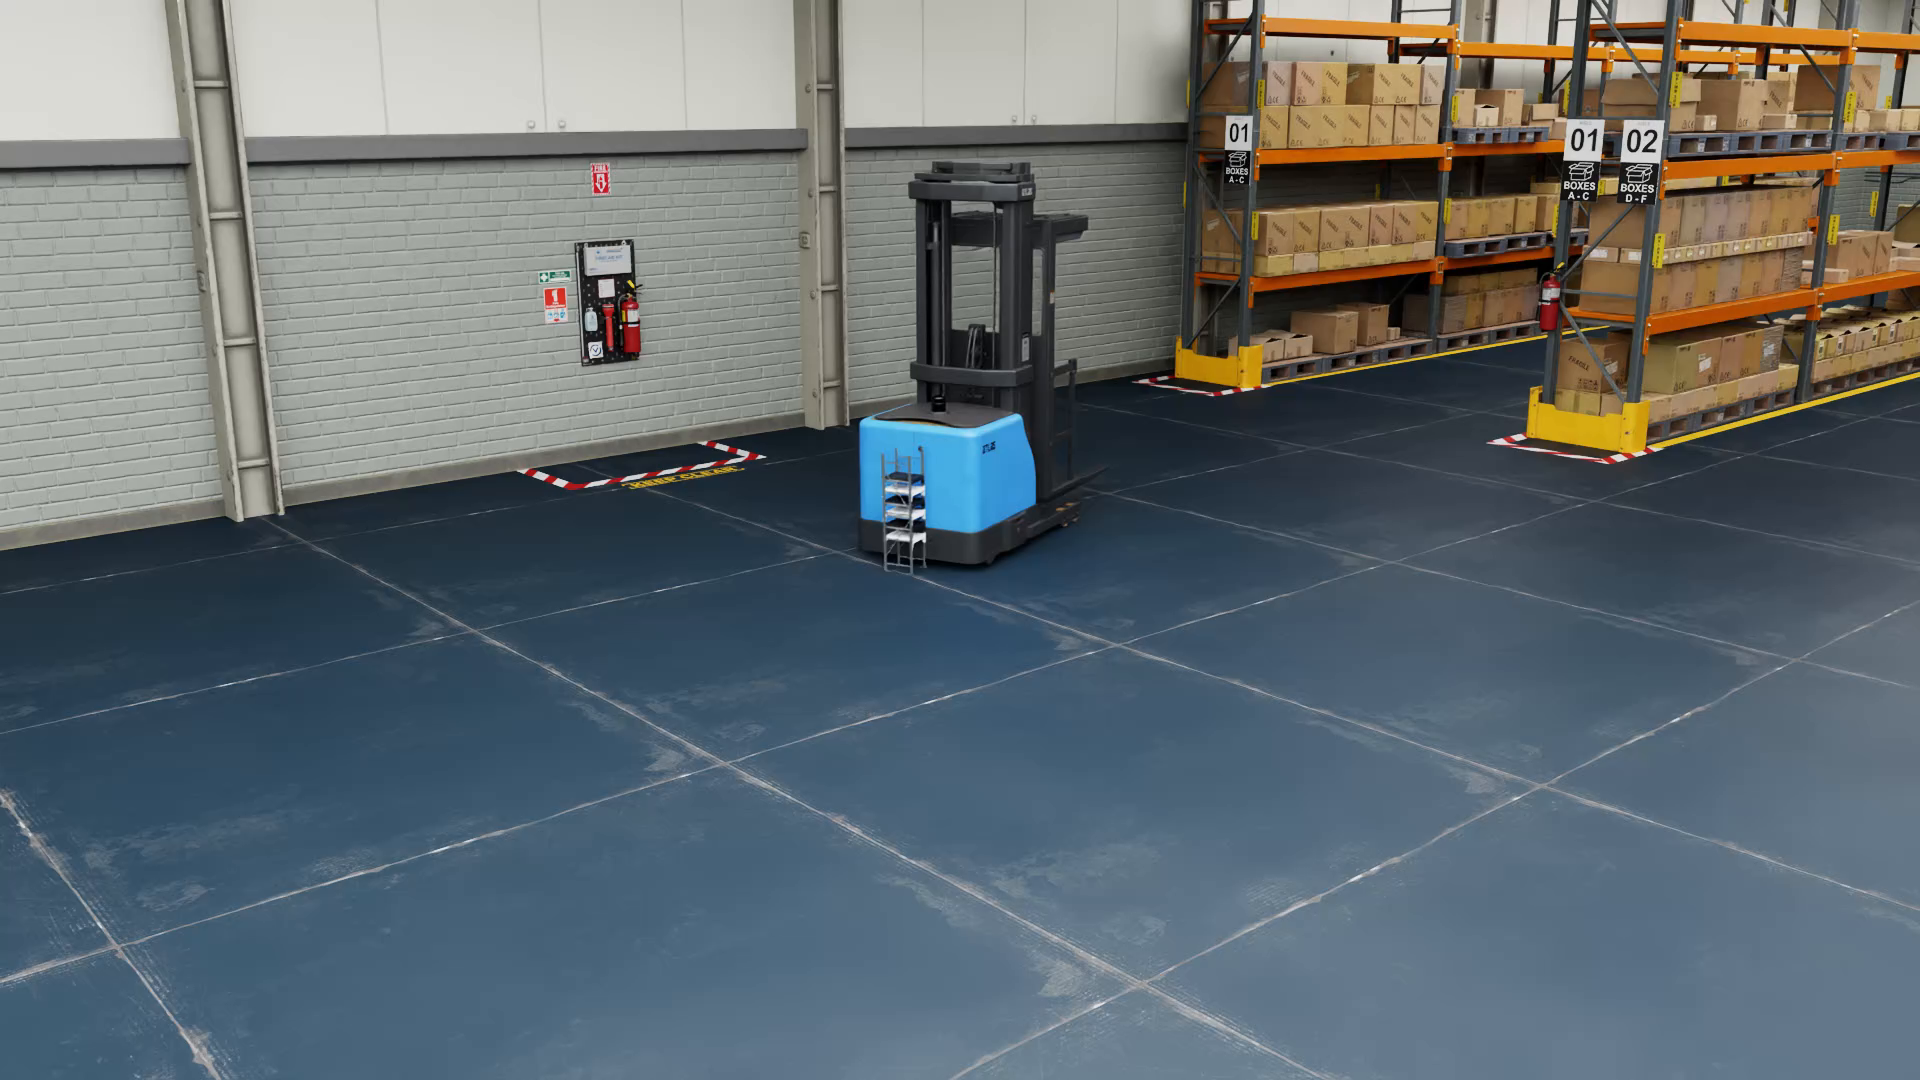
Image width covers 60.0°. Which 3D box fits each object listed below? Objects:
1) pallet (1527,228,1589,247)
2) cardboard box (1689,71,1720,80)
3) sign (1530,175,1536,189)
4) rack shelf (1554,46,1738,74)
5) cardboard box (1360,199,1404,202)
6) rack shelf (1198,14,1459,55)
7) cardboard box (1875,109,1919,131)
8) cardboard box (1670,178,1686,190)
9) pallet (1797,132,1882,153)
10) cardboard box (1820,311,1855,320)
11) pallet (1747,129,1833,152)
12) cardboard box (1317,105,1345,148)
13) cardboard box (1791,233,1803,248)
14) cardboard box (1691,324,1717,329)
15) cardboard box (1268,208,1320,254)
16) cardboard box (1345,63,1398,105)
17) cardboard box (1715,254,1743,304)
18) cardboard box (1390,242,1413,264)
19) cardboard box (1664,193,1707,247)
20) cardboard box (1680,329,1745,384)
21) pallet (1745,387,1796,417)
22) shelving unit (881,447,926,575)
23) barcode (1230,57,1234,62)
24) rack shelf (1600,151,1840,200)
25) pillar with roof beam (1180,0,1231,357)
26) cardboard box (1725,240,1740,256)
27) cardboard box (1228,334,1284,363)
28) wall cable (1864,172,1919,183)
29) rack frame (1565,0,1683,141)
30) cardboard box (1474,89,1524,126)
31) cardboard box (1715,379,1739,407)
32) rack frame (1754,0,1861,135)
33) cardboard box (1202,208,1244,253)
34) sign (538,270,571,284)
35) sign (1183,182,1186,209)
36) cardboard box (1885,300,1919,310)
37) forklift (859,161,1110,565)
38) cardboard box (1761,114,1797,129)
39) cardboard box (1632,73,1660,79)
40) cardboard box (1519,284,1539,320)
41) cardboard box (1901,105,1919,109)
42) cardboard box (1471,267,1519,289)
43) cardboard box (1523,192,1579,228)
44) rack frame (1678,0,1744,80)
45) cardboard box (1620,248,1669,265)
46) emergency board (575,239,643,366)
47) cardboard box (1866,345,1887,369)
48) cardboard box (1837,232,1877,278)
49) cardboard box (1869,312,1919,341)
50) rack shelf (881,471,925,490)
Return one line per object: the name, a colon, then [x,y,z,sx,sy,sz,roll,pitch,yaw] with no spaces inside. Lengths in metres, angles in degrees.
pallet: [8.702,-4.531,24.771,1.003,0.211,1.213,-13,19,-39]
cardboard box: [12.561,-7.597,27.894,0.500,0.500,0.500,-13,20,-40]
sign: [8.803,-5.432,25.529,0.005,0.325,0.100,-13,19,-39]
rack shelf: [10.678,-7.461,25.915,4.000,0.370,1.077,-13,19,-39]
cardboard box: [5.660,-4.348,22.514,0.500,0.500,0.500,-13,20,-41]
rack shelf: [4.643,-6.298,20.790,4.000,0.370,1.077,-13,19,-39]
cardboard box: [11.296,-5.106,20.217,0.500,0.250,0.500,-13,20,-40]
cardboard box: [11.226,-5.706,26.539,0.500,0.250,0.500,-12,19,-38]
pallet: [10.064,-4.632,19.338,1.217,0.209,0.805,-14,20,-42]
cardboard box: [11.059,-2.738,21.117,0.500,0.311,0.500,-13,20,-41]
pallet: [8.780,-4.380,18.196,1.213,0.211,1.003,-13,19,-39]
cardboard box: [4.369,-5.098,20.477,0.500,0.500,0.500,-12,19,-37]
cardboard box: [9.154,-3.356,18.551,0.250,0.149,0.380,-13,20,-41]
cardboard box: [8.097,-2.173,18.635,0.500,0.500,0.500,-13,19,-39]
cardboard box: [4.071,-3.813,20.513,0.500,0.500,0.500,-13,19,-39]
cardboard box: [5.158,-5.754,20.998,0.500,0.500,0.500,-14,20,-41]
cardboard box: [7.916,-2.834,17.852,0.500,0.500,0.700,-12,19,-38]
cardboard box: [5.612,-3.802,21.925,0.500,0.250,0.500,-13,19,-39]
cardboard box: [7.183,-3.297,17.072,0.500,0.500,0.700,-13,20,-41]
cardboard box: [8.073,-1.984,17.926,0.500,0.500,0.500,-13,19,-39]
pallet: [8.779,-1.650,19.017,1.213,0.211,1.003,-13,19,-39]
shelving unit: [-0.414,-0.213,12.292,0.258,0.900,0.210,7,18,26]
barcode: [3.342,-5.898,20.411,0.075,0.075,0.001,-13,19,-39]
rack shelf: [7.898,-3.886,17.569,4.000,0.370,1.077,-13,19,-39]
pillar with roof beam: [5.921,-5.757,17.365,0.400,9.000,9.100,-13,19,-39]
cardboard box: [7.987,-3.092,17.564,0.250,0.149,0.380,-12,19,-39]
cardboard box: [3.716,-2.423,20.866,0.500,0.311,0.500,13,20,41]
wall cable: [19.706,-8.407,33.303,0.112,2.526,3.097,-13,19,-39]
rack frame: [6.389,-5.344,15.820,0.127,3.000,1.000,-13,19,-39]
cardboard box: [7.547,-6.074,23.356,0.500,0.500,0.500,-14,20,-41]
cardboard box: [8.072,-1.622,18.023,0.500,0.250,0.500,-13,19,-39]
rack frame: [9.407,-6.022,18.357,0.127,3.000,1.000,-13,19,-39]
cardboard box: [3.351,-3.830,20.576,0.500,0.500,0.500,-13,20,-40]
sign: [-3.796,-2.468,15.580,0.331,0.109,0.001,-13,19,-39]
sign: [2.785,-4.233,20.430,0.005,0.325,0.100,-13,19,-39]
cardboard box: [12.976,-3.010,22.698,0.500,0.500,0.500,-12,19,-37]
forklift: [0.351,-1.565,13.430,1.130,2.935,3.031,8,17,26]
cardboard box: [8.676,-4.464,17.740,0.250,0.149,0.380,-13,19,-39]
cardboard box: [11.031,-7.295,26.436,0.500,0.250,0.500,-13,20,-41]
cardboard box: [8.196,-3.573,24.805,0.500,0.500,0.700,-13,20,-39]
cardboard box: [12.731,-5.379,21.569,0.500,0.500,0.910,-13,19,-39]
cardboard box: [7.805,-3.828,24.305,0.500,0.250,0.500,-13,20,-40]
cardboard box: [8.822,-4.944,24.901,0.700,0.500,0.500,13,20,40]
rack frame: [12.187,-8.341,27.039,0.127,3.000,1.000,-13,19,-39]
cardboard box: [6.826,-2.832,16.590,0.250,0.149,0.380,-13,20,-40]
emergency board: [-3.321,-2.269,15.932,0.643,1.169,0.194,-13,19,-39]
cardboard box: [11.033,-2.279,20.483,0.500,0.250,0.500,-12,19,-38]
cardboard box: [10.772,-3.473,20.245,0.500,0.500,0.500,-13,19,-39]
cardboard box: [11.803,-2.721,21.050,0.500,0.311,0.500,-13,20,-40]
rack shelf: [-0.417,-0.440,12.226,0.258,0.077,0.200,7,18,26]
